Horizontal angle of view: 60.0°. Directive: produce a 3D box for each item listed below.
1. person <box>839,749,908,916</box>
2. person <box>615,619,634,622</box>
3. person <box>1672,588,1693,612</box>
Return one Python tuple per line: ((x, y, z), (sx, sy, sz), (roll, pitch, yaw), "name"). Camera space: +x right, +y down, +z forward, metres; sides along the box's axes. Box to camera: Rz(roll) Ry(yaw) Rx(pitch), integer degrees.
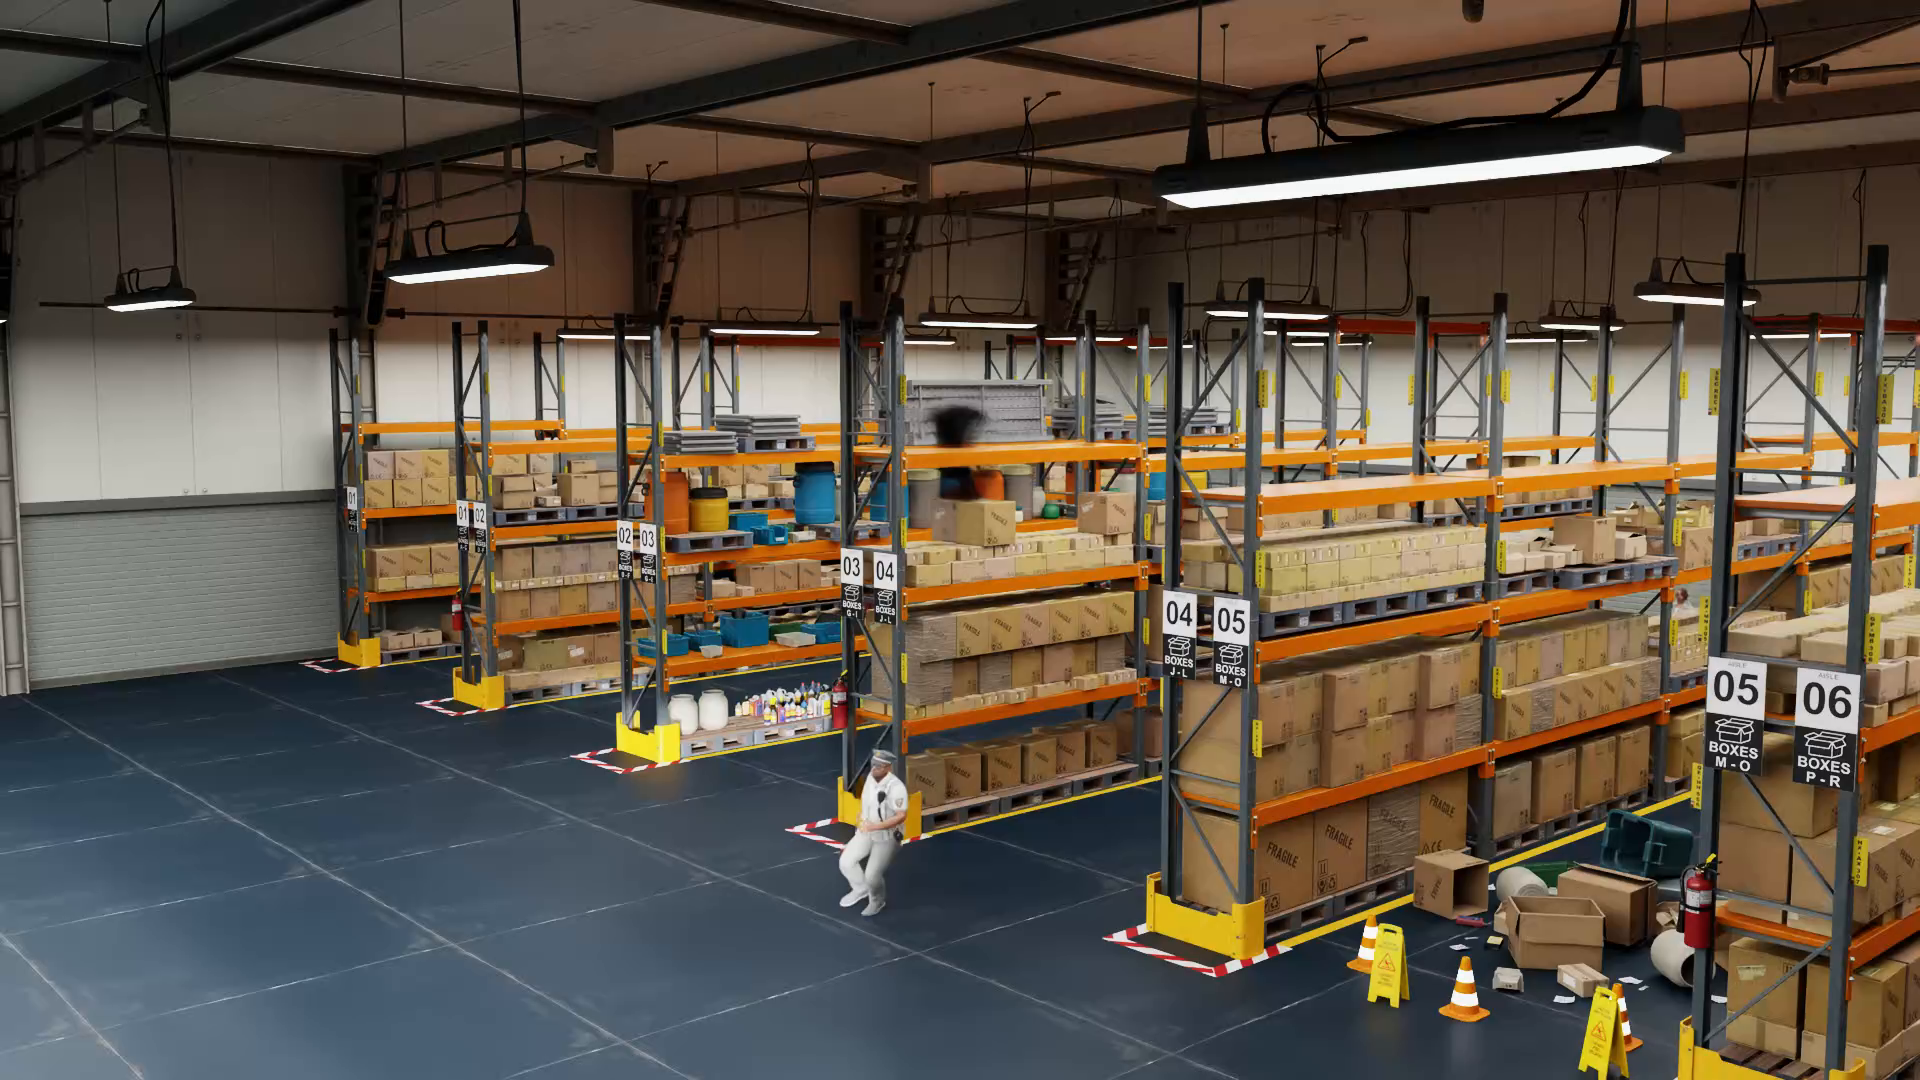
((-0.843, 2.800, 15.806), (0.850, 1.701, 0.678), (4, 7, 35), "person")
((-6.352, 1.174, 31.497), (0.644, 1.791, 0.710), (4, 7, 36), "person")
((12.066, 1.593, 27.886), (0.529, 1.592, 0.888), (5, 7, 40), "person")
